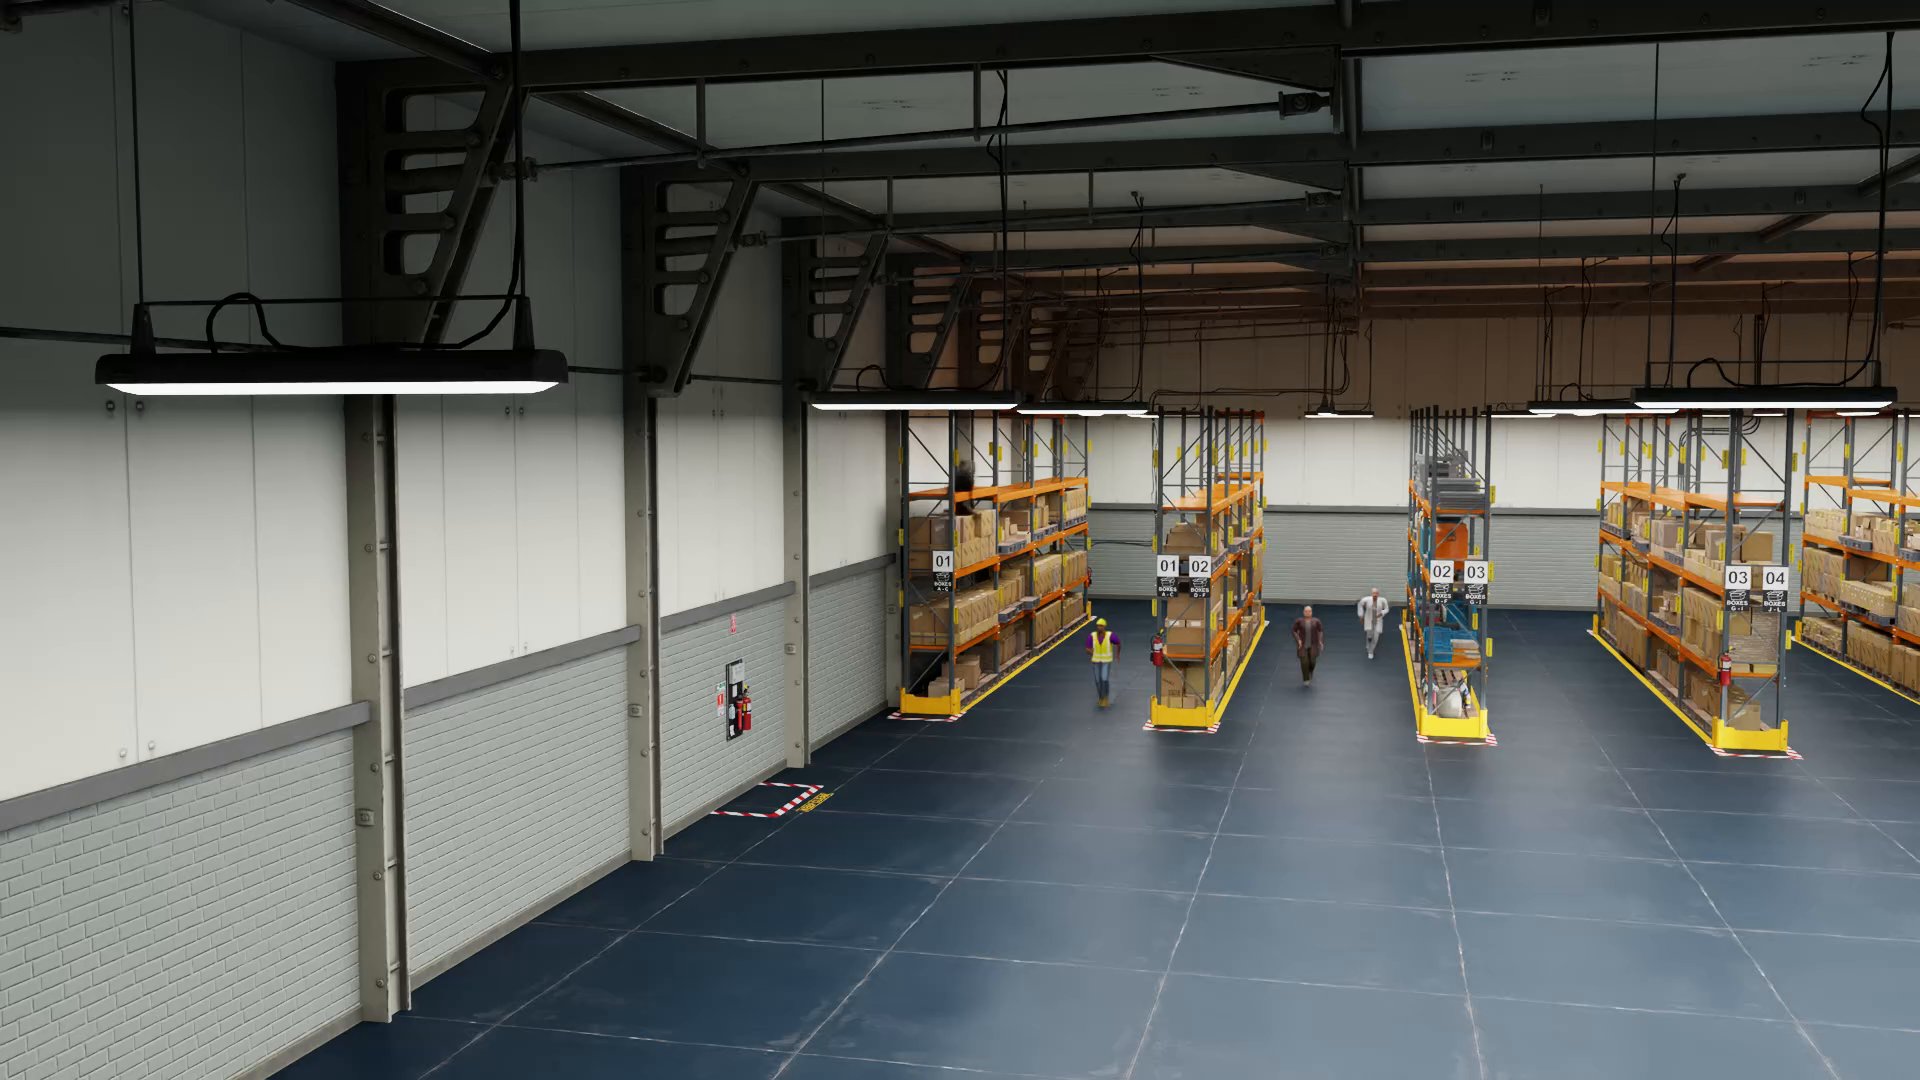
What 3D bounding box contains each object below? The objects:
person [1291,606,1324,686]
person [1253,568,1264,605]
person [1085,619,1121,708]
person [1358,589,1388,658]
[{"bbox_3d":[7.521,2.288,35.955,0.700,1.724,0.663,0,4,6],"label":"person"},{"bbox_3d":[8.584,1.427,48.383,0.692,1.786,0.952,-2,4,-24],"label":"person"},{"bbox_3d":[2.835,2.462,33.240,0.680,1.787,0.801,1,4,16],"label":"person"},{"bbox_3d":[9.967,2.008,40.109,0.690,1.707,0.779,0,4,3],"label":"person"}]
